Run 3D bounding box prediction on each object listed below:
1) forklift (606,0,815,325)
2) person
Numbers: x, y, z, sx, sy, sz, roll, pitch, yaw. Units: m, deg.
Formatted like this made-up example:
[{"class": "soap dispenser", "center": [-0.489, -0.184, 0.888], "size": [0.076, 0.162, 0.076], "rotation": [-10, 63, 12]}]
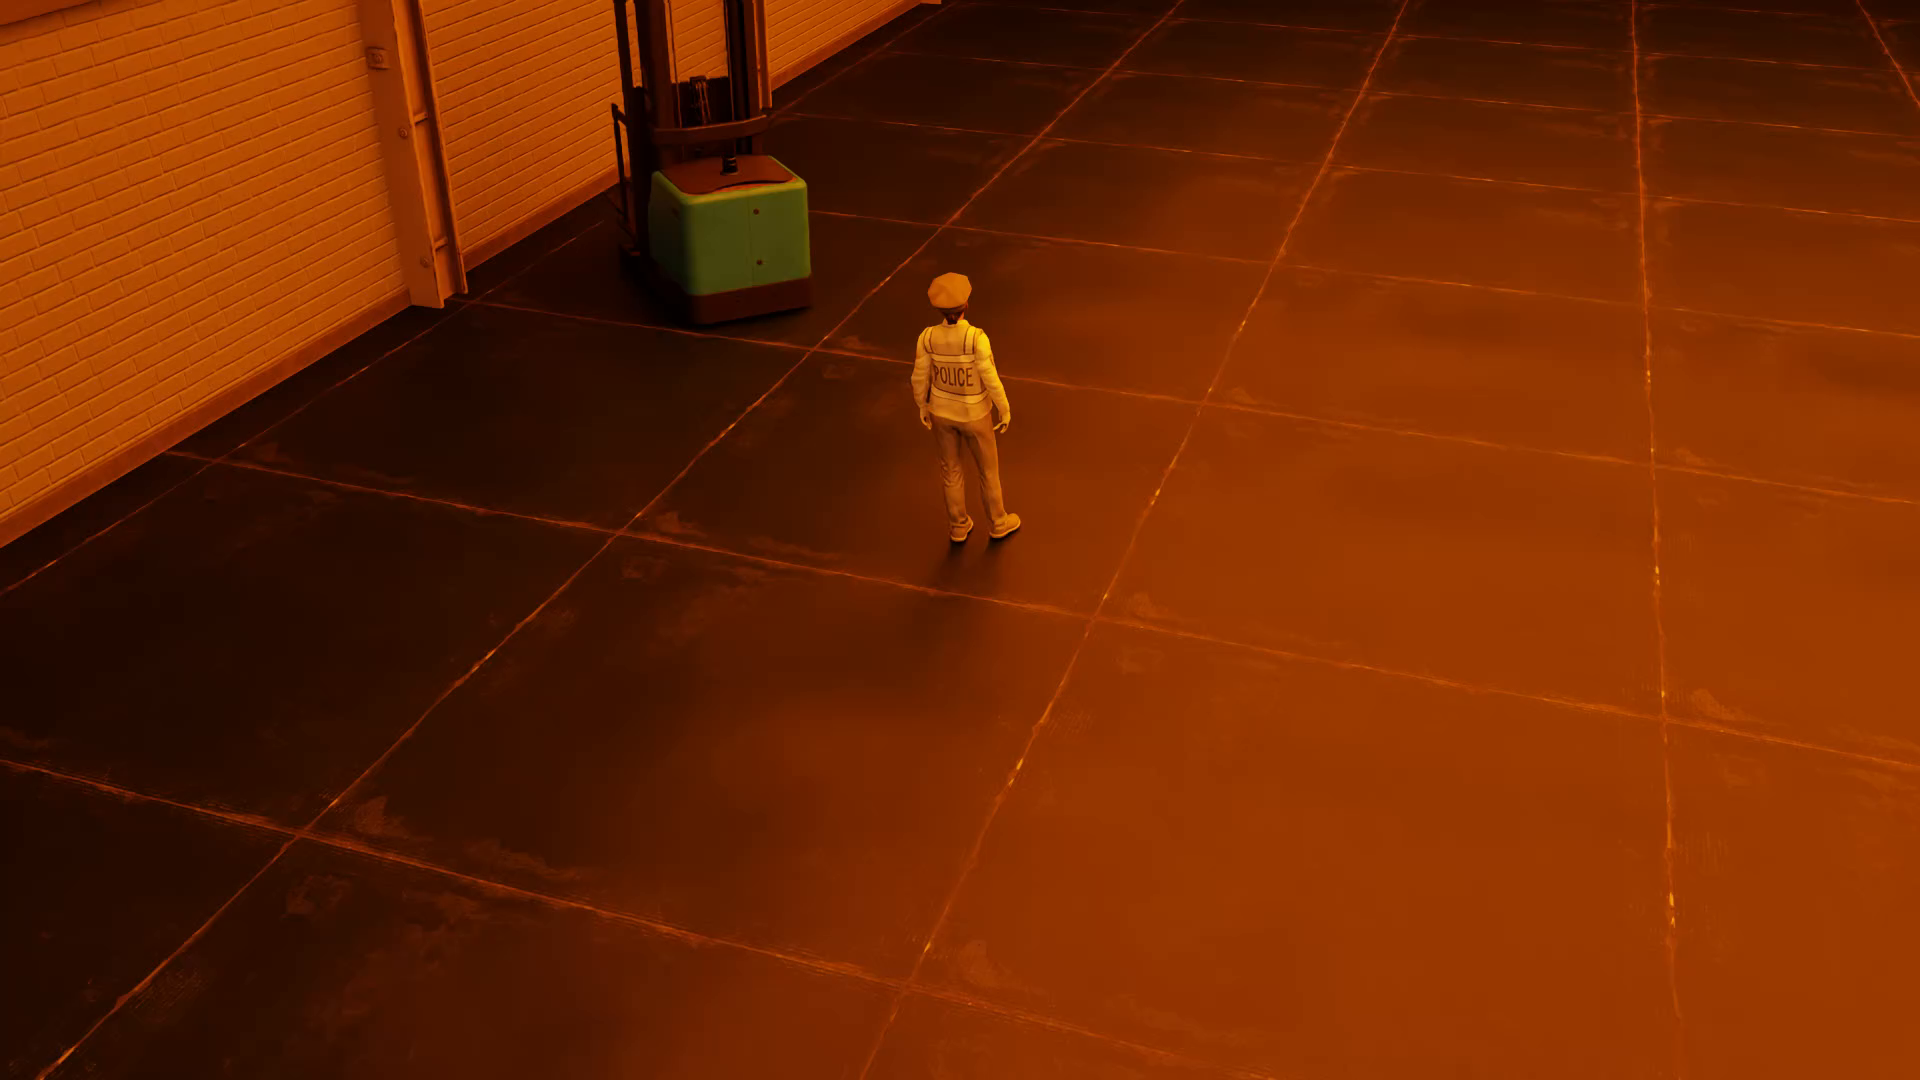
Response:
[{"class": "forklift", "center": [-2.265, -3.644, 13.529], "size": [1.130, 2.935, 3.031], "rotation": [-14, 32, -23]}, {"class": "person", "center": [0.029, -0.774, 9.728], "size": [0.586, 1.694, 0.530], "rotation": [10, 31, 16]}]
